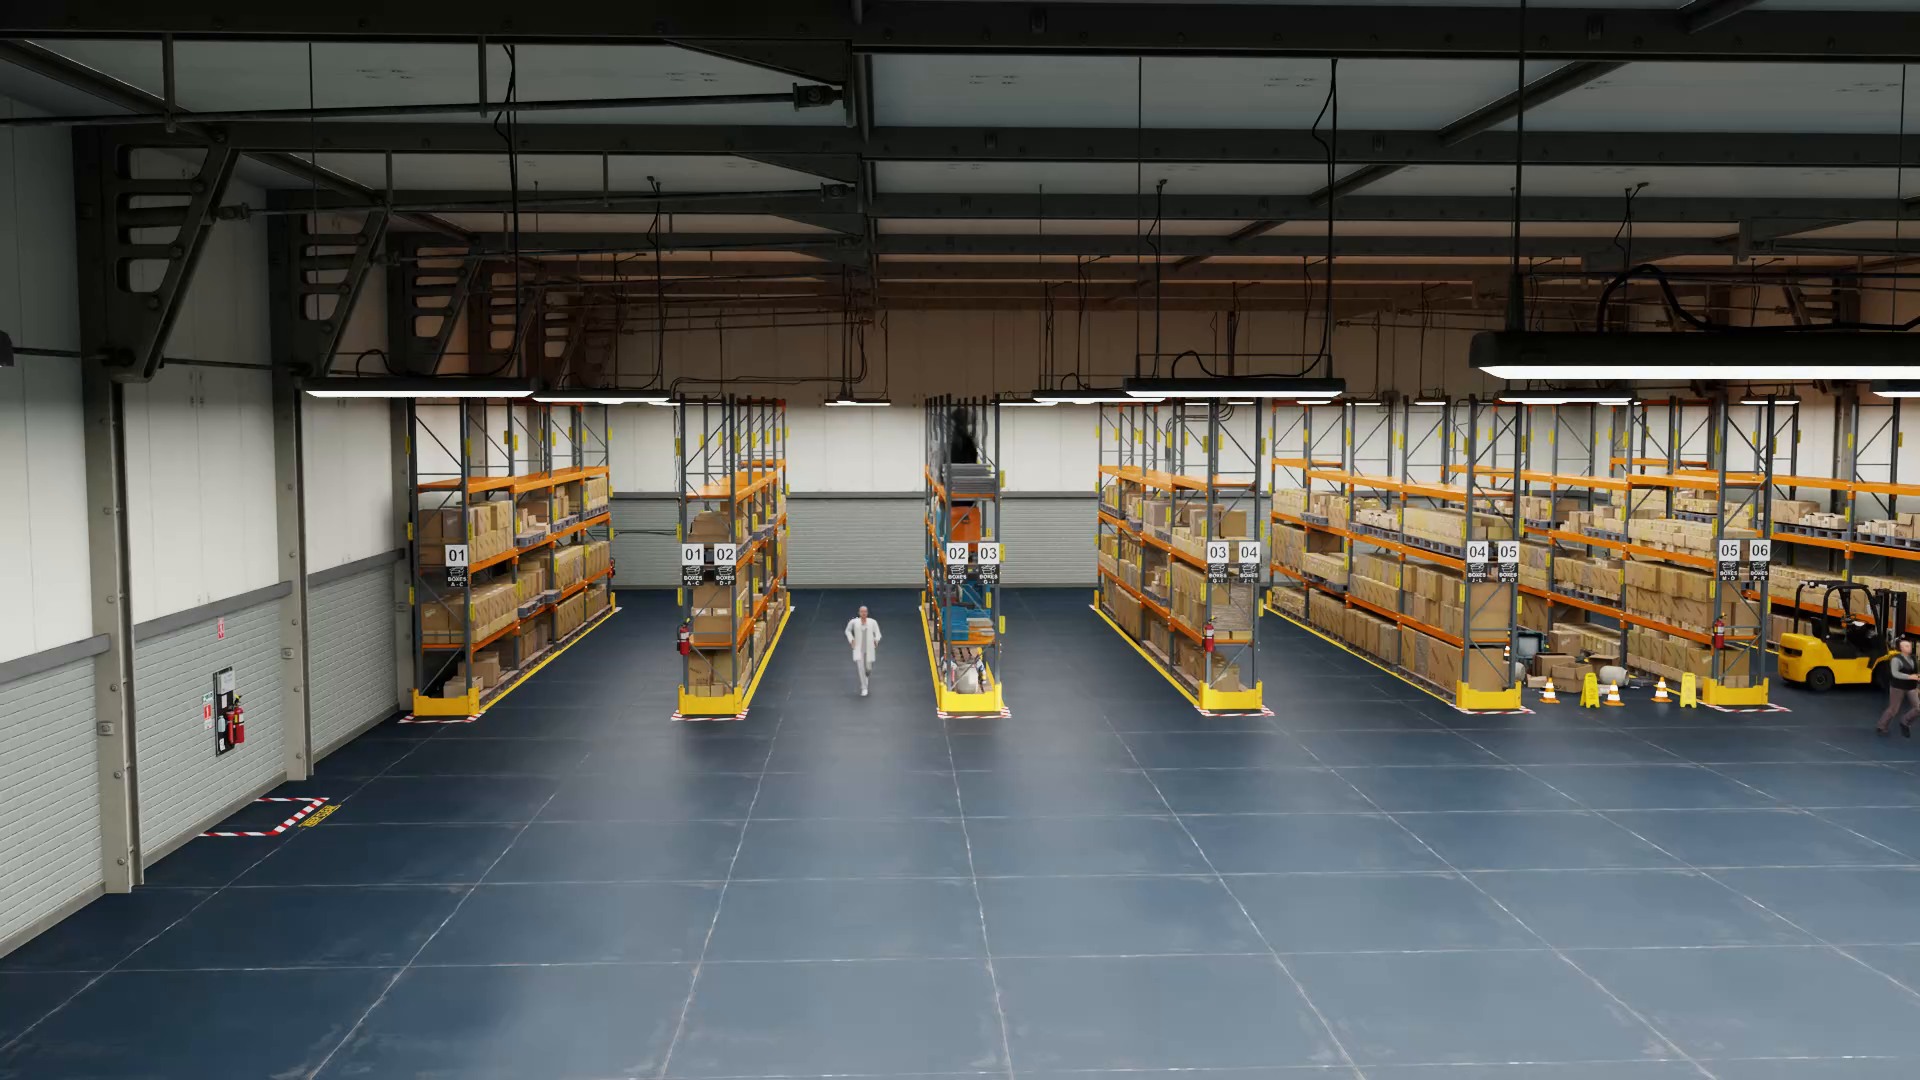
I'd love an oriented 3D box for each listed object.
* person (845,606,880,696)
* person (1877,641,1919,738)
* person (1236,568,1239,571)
[{"bbox_3d":[-1.951,2.213,33.479,0.711,1.759,0.807,-1,5,-8],"label":"person"},{"bbox_3d":[16.381,2.583,28.835,0.669,1.694,0.845,-1,5,-15],"label":"person"},{"bbox_3d":[8.368,1.044,48.483,0.714,1.730,0.617,3,6,36],"label":"person"}]
